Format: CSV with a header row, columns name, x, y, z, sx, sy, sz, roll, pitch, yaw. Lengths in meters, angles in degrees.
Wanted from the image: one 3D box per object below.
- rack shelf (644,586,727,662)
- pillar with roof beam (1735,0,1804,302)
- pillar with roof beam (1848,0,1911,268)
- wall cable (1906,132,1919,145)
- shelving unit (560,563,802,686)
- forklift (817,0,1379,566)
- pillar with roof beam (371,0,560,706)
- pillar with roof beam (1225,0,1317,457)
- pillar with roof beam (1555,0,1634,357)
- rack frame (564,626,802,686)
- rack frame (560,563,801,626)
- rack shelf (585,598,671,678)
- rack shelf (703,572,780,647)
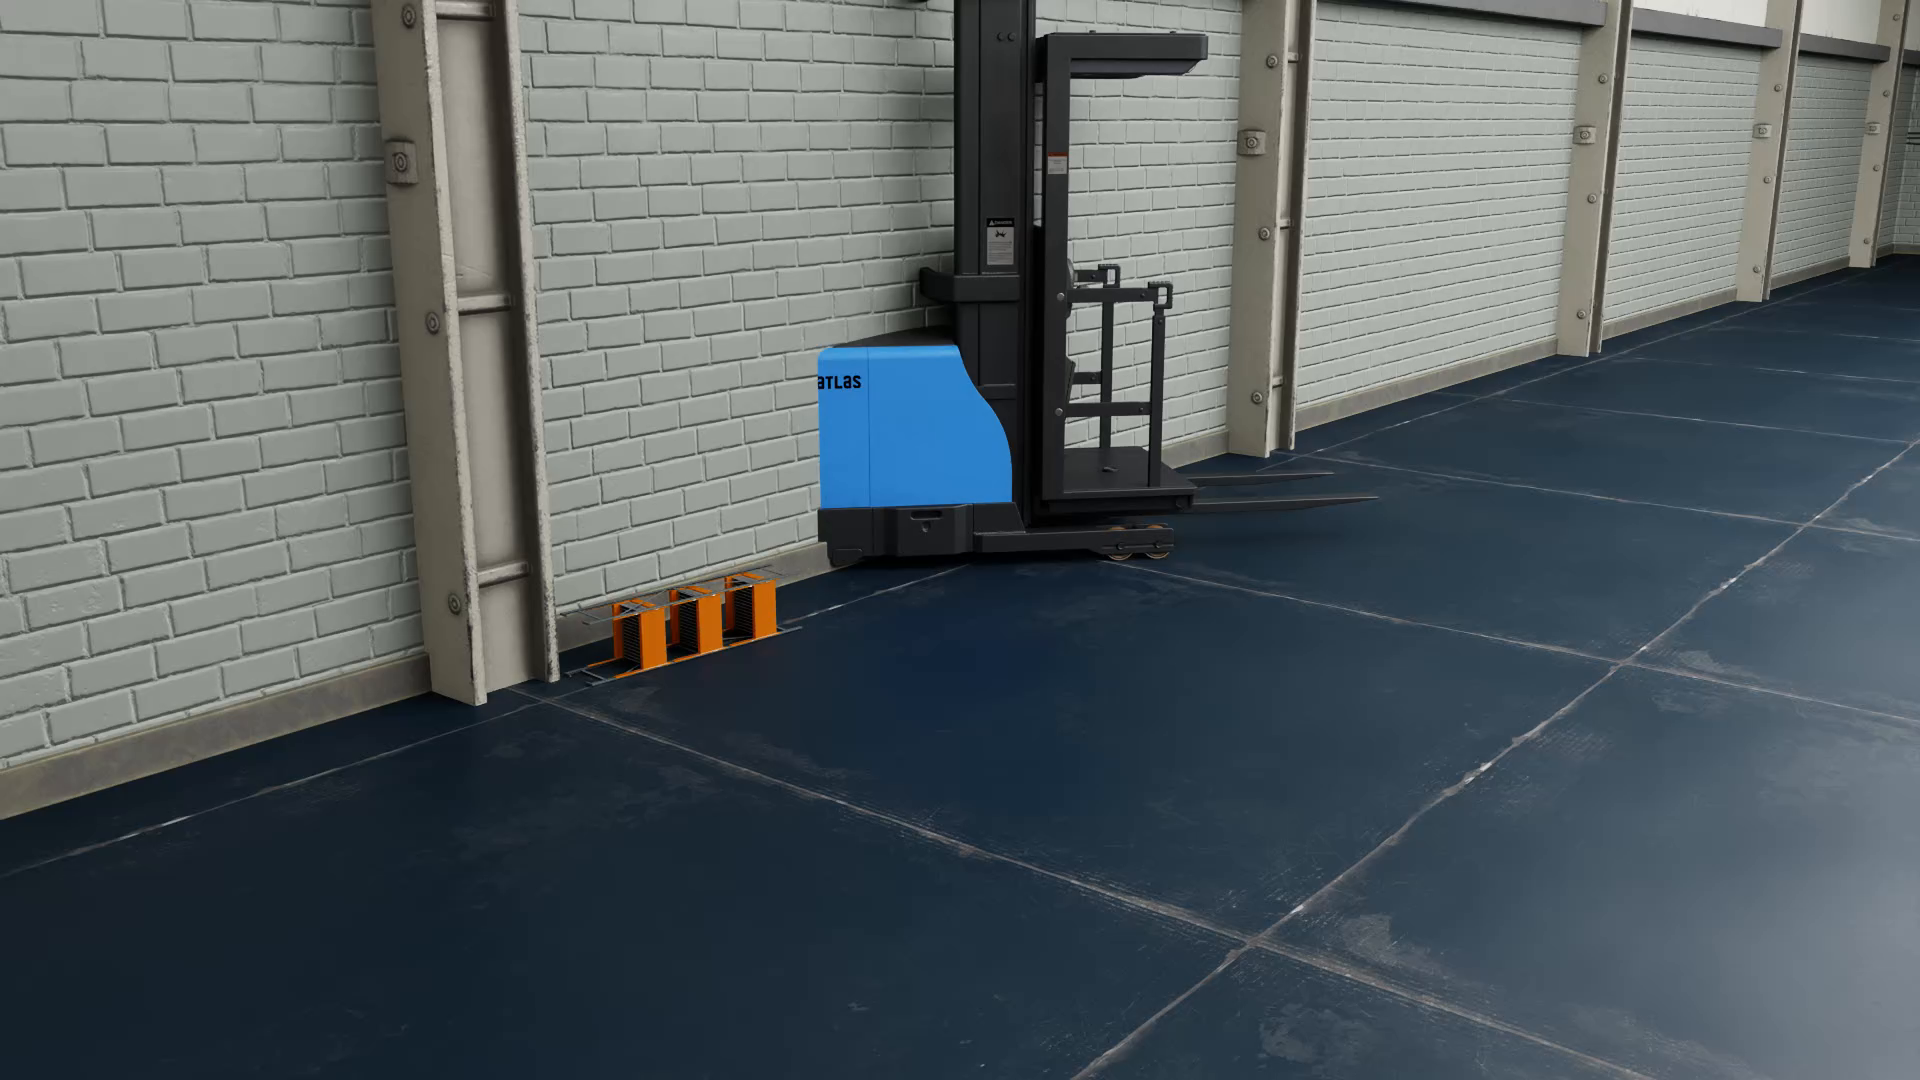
name,x,y,z,sx,sy,sz,roll,pitch,yaw
rack shelf,-1.124,0.333,6.786,0.215,0.240,0.259,14,20,43
pillar with roof beam,12.862,-6.586,16.271,9.100,9.000,0.400,11,18,38
pillar with roof beam,16.633,-7.735,20.794,9.100,9.000,0.400,11,18,38
wall cable,16.164,-7.256,25.214,3.097,2.526,0.112,11,18,38
shelving unit,-1.116,0.332,6.793,0.215,0.252,1.050,14,20,43
forklift,0.616,-1.445,8.360,3.031,2.935,1.130,-2,14,-9
pillar with roof beam,1.549,-3.139,2.701,9.100,9.000,0.400,11,18,38
pillar with roof beam,5.320,-4.288,7.224,9.100,9.000,0.400,11,18,38
pillar with roof beam,9.091,-5.437,11.748,9.100,9.000,0.400,11,18,38
rack frame,-1.116,0.450,6.823,0.200,0.008,1.050,14,20,43
rack frame,-1.116,0.213,6.763,0.200,0.008,1.050,14,20,43
rack shelf,-1.319,0.382,6.594,0.215,0.240,0.259,14,20,43
rack shelf,-0.924,0.284,6.981,0.215,0.240,0.259,14,20,43
